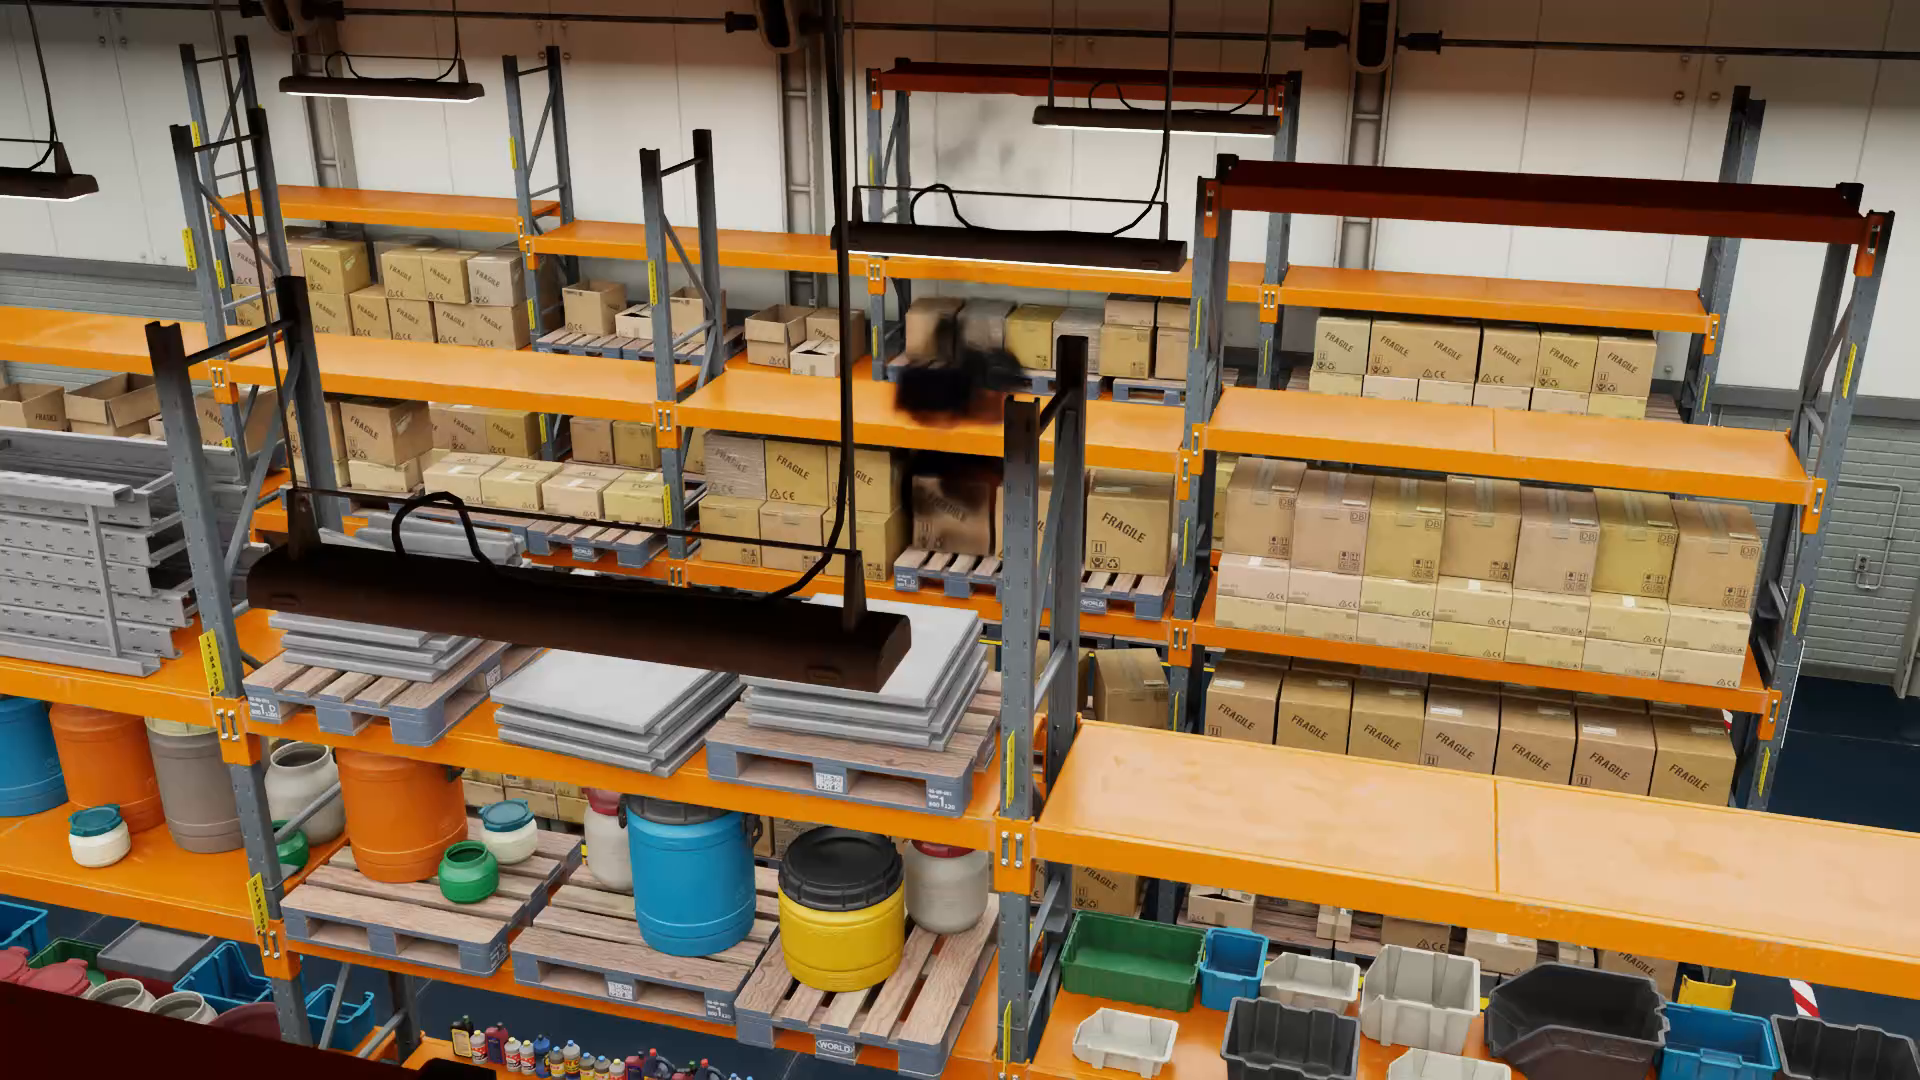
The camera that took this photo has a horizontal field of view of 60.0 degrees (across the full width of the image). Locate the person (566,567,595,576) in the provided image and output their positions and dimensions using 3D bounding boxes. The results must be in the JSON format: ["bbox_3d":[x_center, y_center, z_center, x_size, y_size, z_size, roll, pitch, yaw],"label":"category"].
[{"bbox_3d":[-3.863,0.813,16.551,0.583,1.739,0.678,3,23,8],"label":"person"}]
